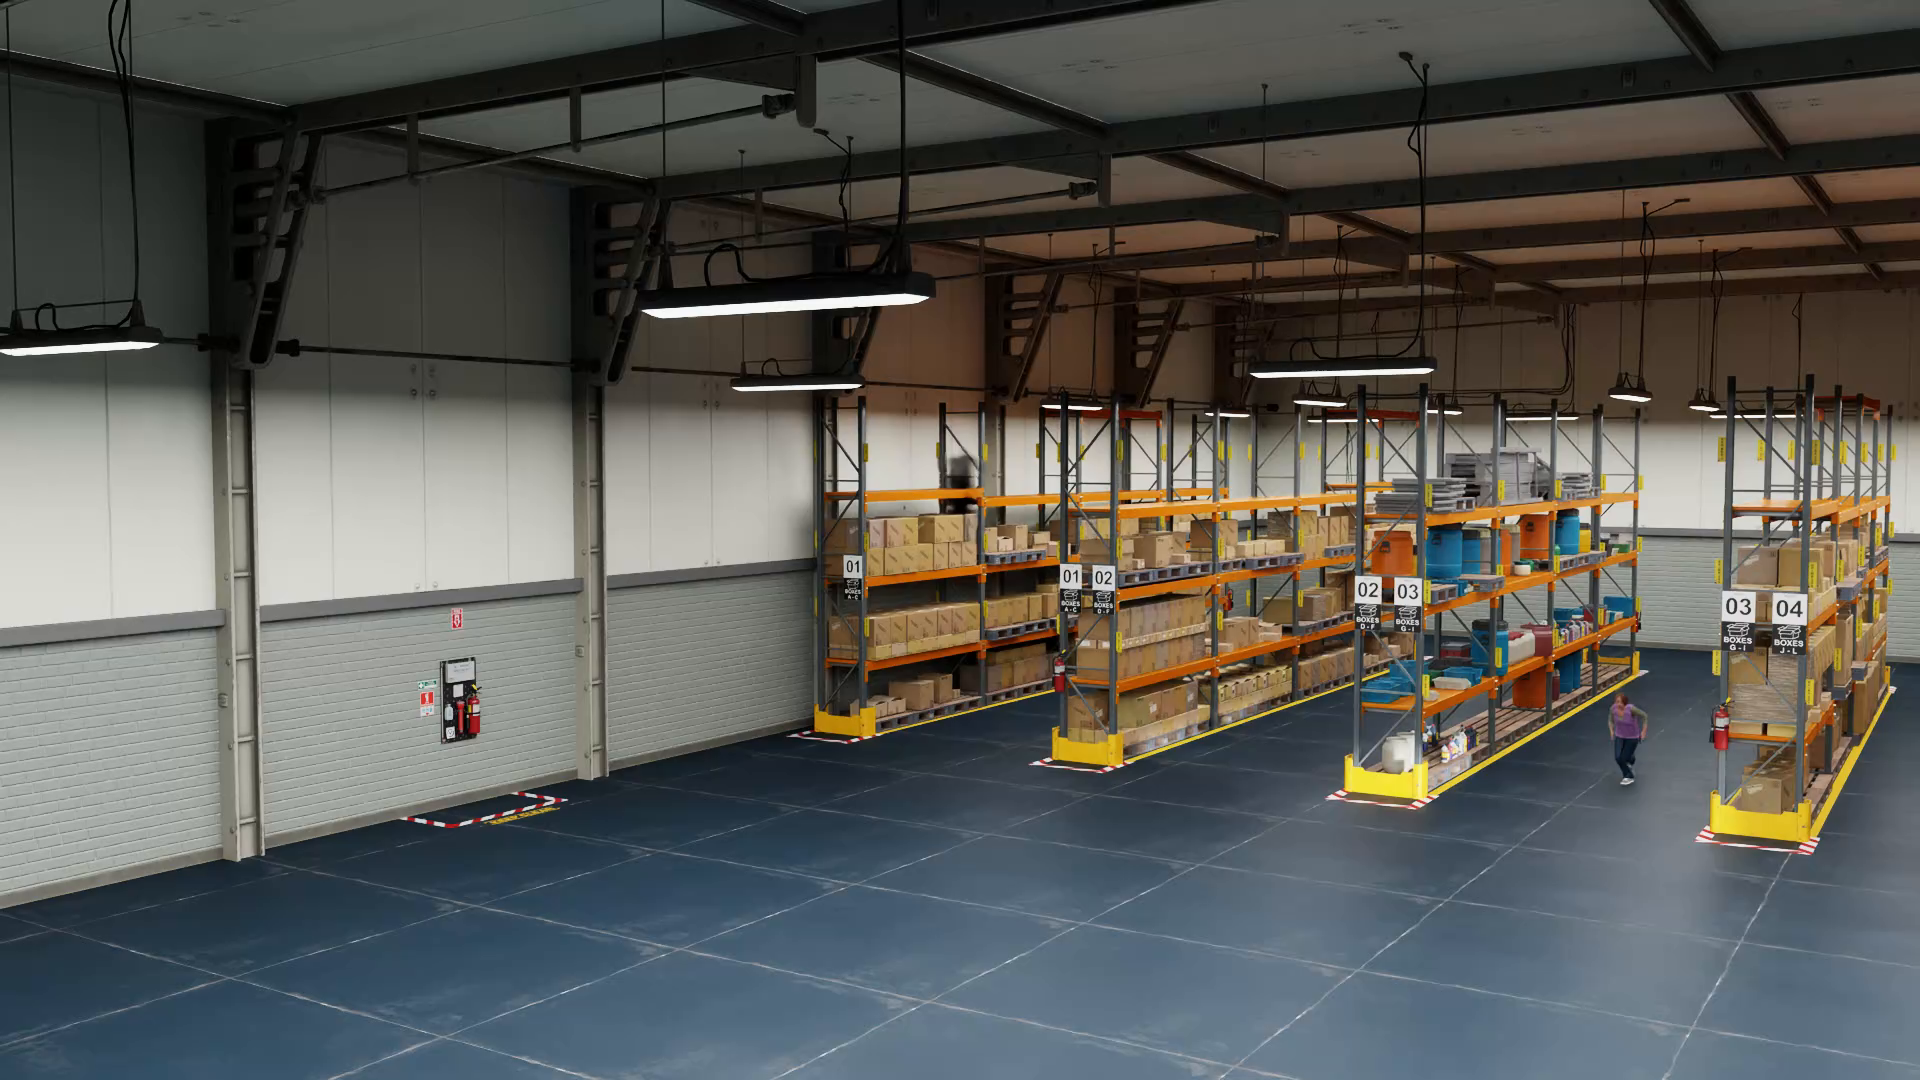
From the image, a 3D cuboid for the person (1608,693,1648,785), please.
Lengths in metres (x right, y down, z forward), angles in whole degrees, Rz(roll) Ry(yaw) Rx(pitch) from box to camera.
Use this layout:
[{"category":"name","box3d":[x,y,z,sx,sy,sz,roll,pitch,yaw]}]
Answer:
[{"category":"person","box3d":[10.045,2.981,24.984,0.562,1.430,0.785,2,4,37]}]
